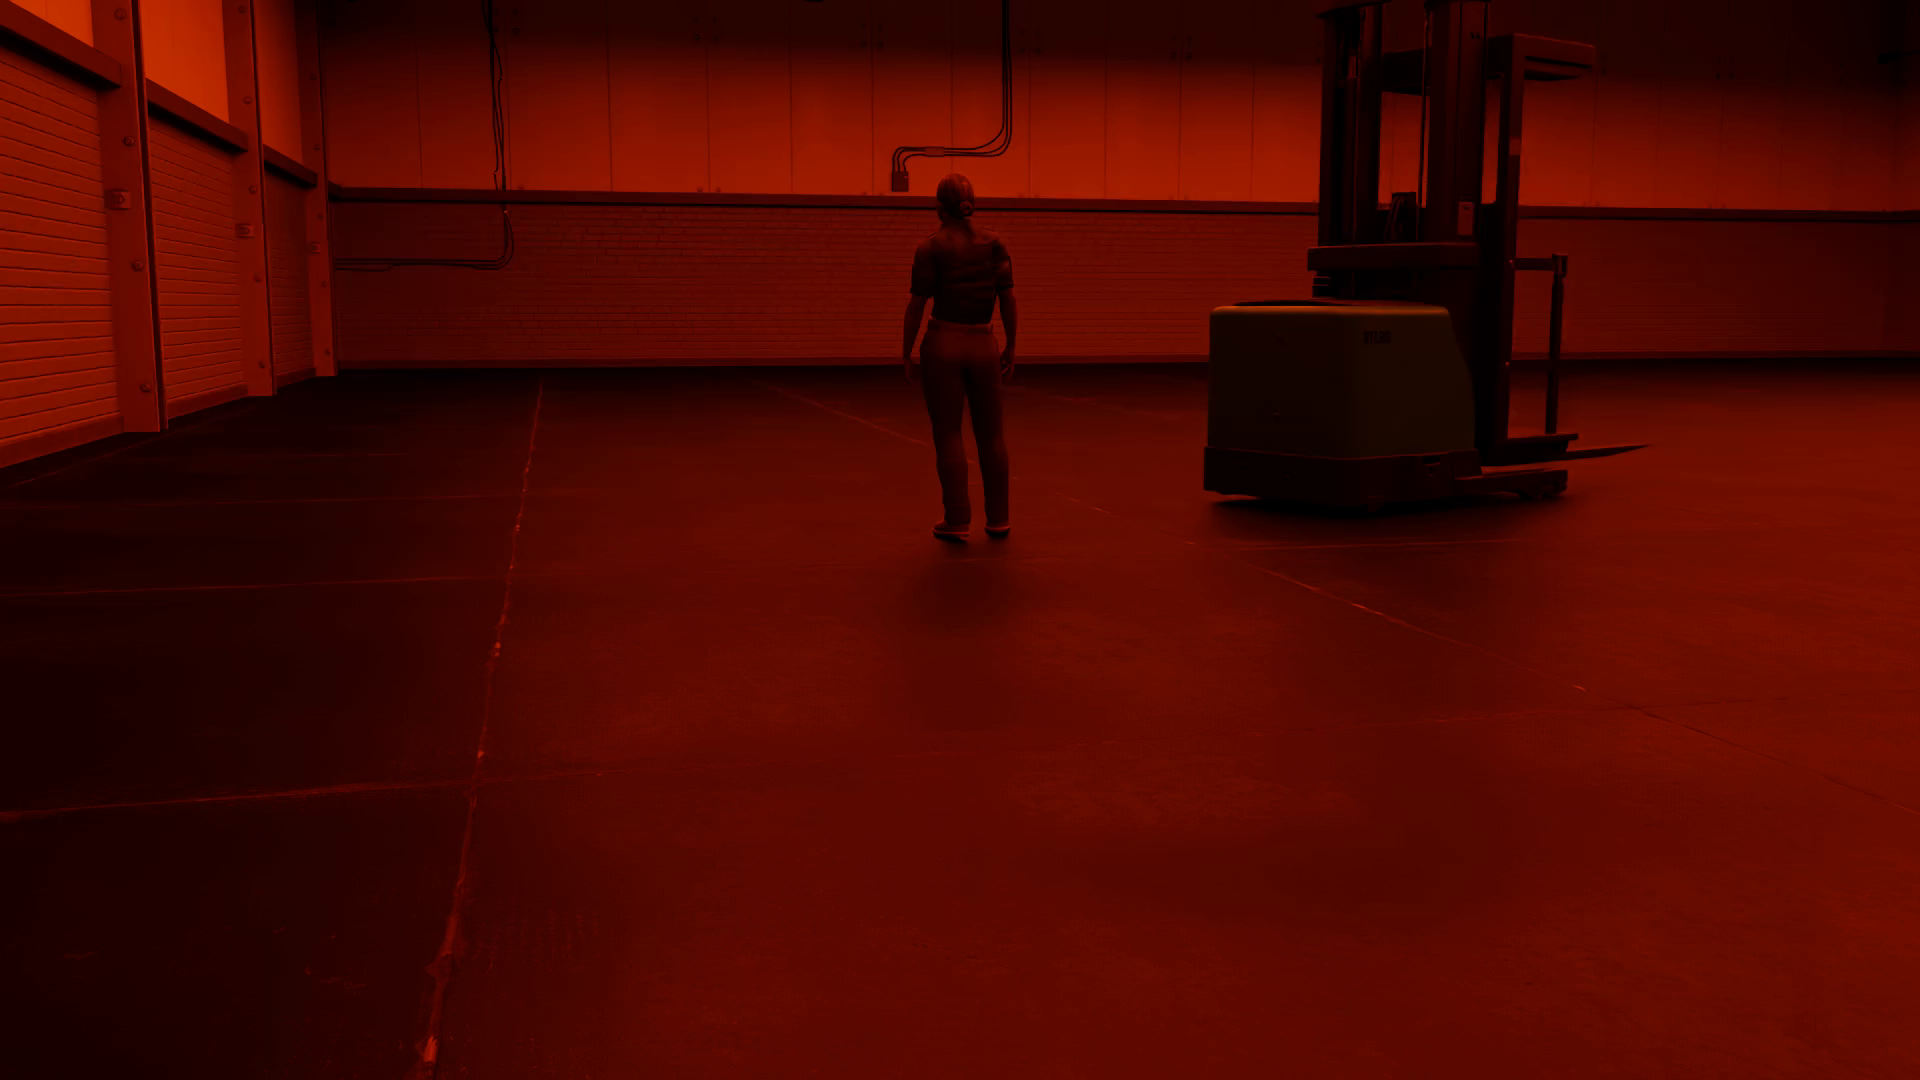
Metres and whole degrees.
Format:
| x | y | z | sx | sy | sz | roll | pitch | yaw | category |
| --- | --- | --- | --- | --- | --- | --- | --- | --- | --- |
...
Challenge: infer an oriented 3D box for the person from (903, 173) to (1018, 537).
| x | y | z | sx | sy | sz | roll | pitch | yaw | category |
| --- | --- | --- | --- | --- | --- | --- | --- | --- | --- |
| -0.001 | -0.839 | 7.680 | 0.569 | 1.654 | 0.504 | -2 | 8 | -13 | person |

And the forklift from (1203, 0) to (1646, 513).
| x | y | z | sx | sy | sz | roll | pitch | yaw | category |
| --- | --- | --- | --- | --- | --- | --- | --- | --- | --- |
| 2.829 | -1.727 | 9.473 | 3.031 | 2.935 | 1.130 | -6 | 10 | -36 | forklift |
